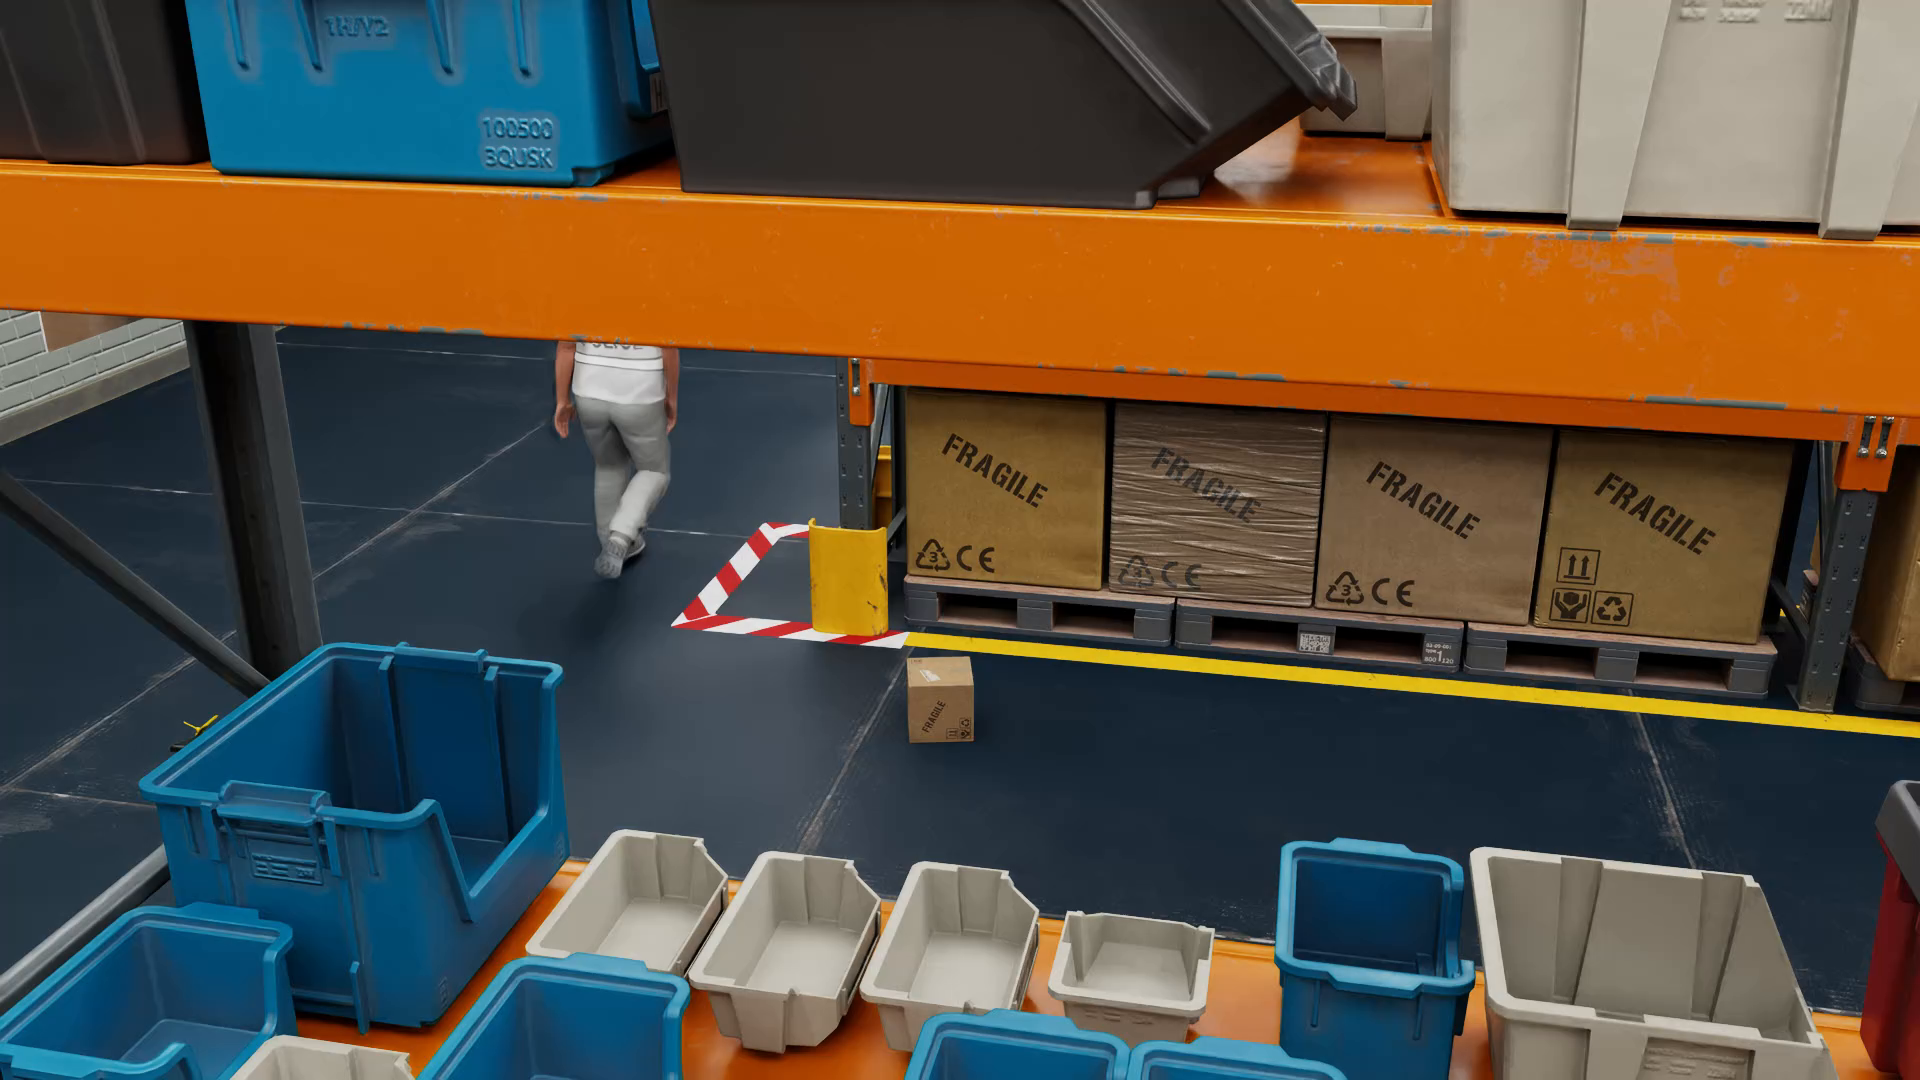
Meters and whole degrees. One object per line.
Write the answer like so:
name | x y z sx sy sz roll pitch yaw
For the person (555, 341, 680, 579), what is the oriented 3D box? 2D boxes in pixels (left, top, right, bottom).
person | -1.598 -0.659 7.691 0.599 1.746 0.701 3 22 8
